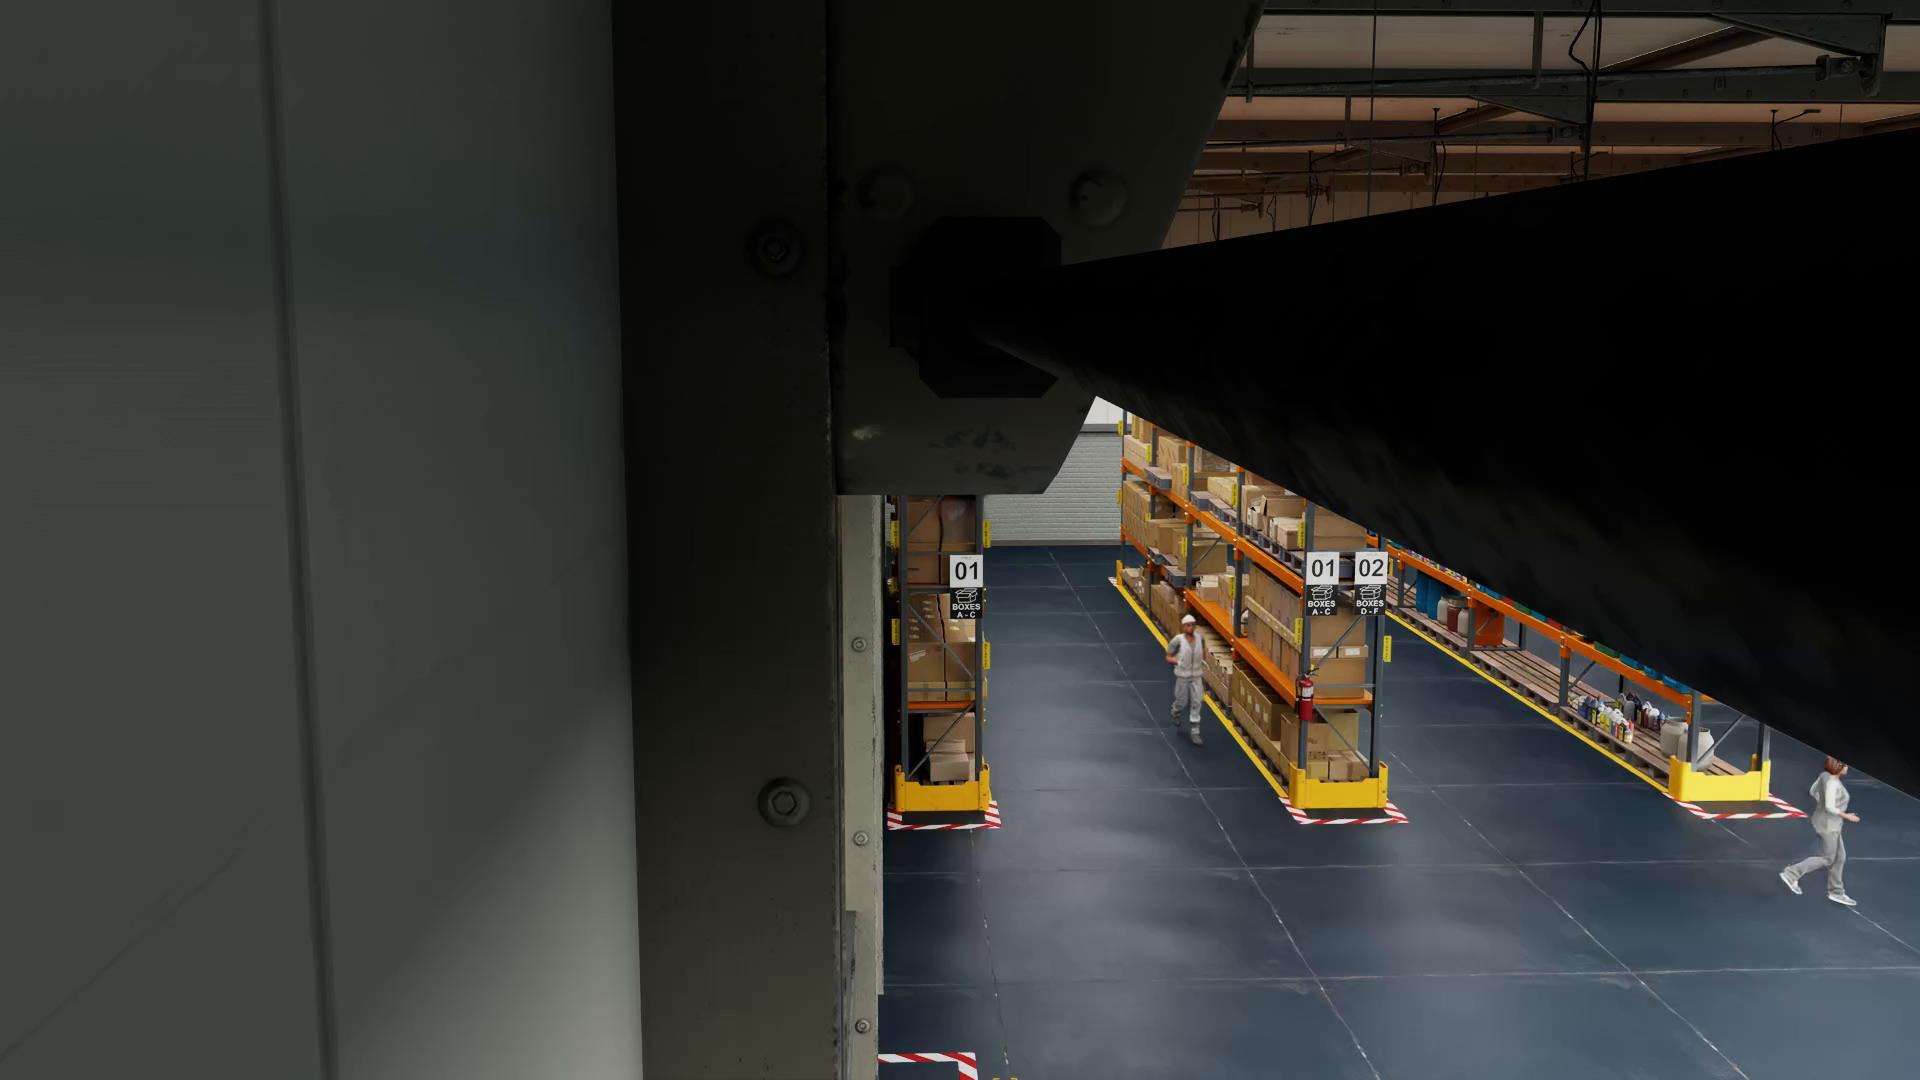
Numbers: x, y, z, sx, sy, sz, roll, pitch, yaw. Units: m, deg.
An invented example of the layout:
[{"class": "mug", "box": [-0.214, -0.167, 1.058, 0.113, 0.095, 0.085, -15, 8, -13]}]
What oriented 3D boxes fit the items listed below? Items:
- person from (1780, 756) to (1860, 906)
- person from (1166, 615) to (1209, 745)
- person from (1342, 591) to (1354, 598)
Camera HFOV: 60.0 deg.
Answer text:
[{"class": "person", "box": [9.017, 3.007, 17.374, 0.744, 1.606, 0.567, 3, 9, 21]}, {"class": "person", "box": [3.255, 1.947, 23.693, 0.654, 1.776, 0.985, -2, 9, -11]}, {"class": "person", "box": [6.795, 1.105, 29.700, 0.680, 1.745, 0.551, -2, 9, -13]}]
